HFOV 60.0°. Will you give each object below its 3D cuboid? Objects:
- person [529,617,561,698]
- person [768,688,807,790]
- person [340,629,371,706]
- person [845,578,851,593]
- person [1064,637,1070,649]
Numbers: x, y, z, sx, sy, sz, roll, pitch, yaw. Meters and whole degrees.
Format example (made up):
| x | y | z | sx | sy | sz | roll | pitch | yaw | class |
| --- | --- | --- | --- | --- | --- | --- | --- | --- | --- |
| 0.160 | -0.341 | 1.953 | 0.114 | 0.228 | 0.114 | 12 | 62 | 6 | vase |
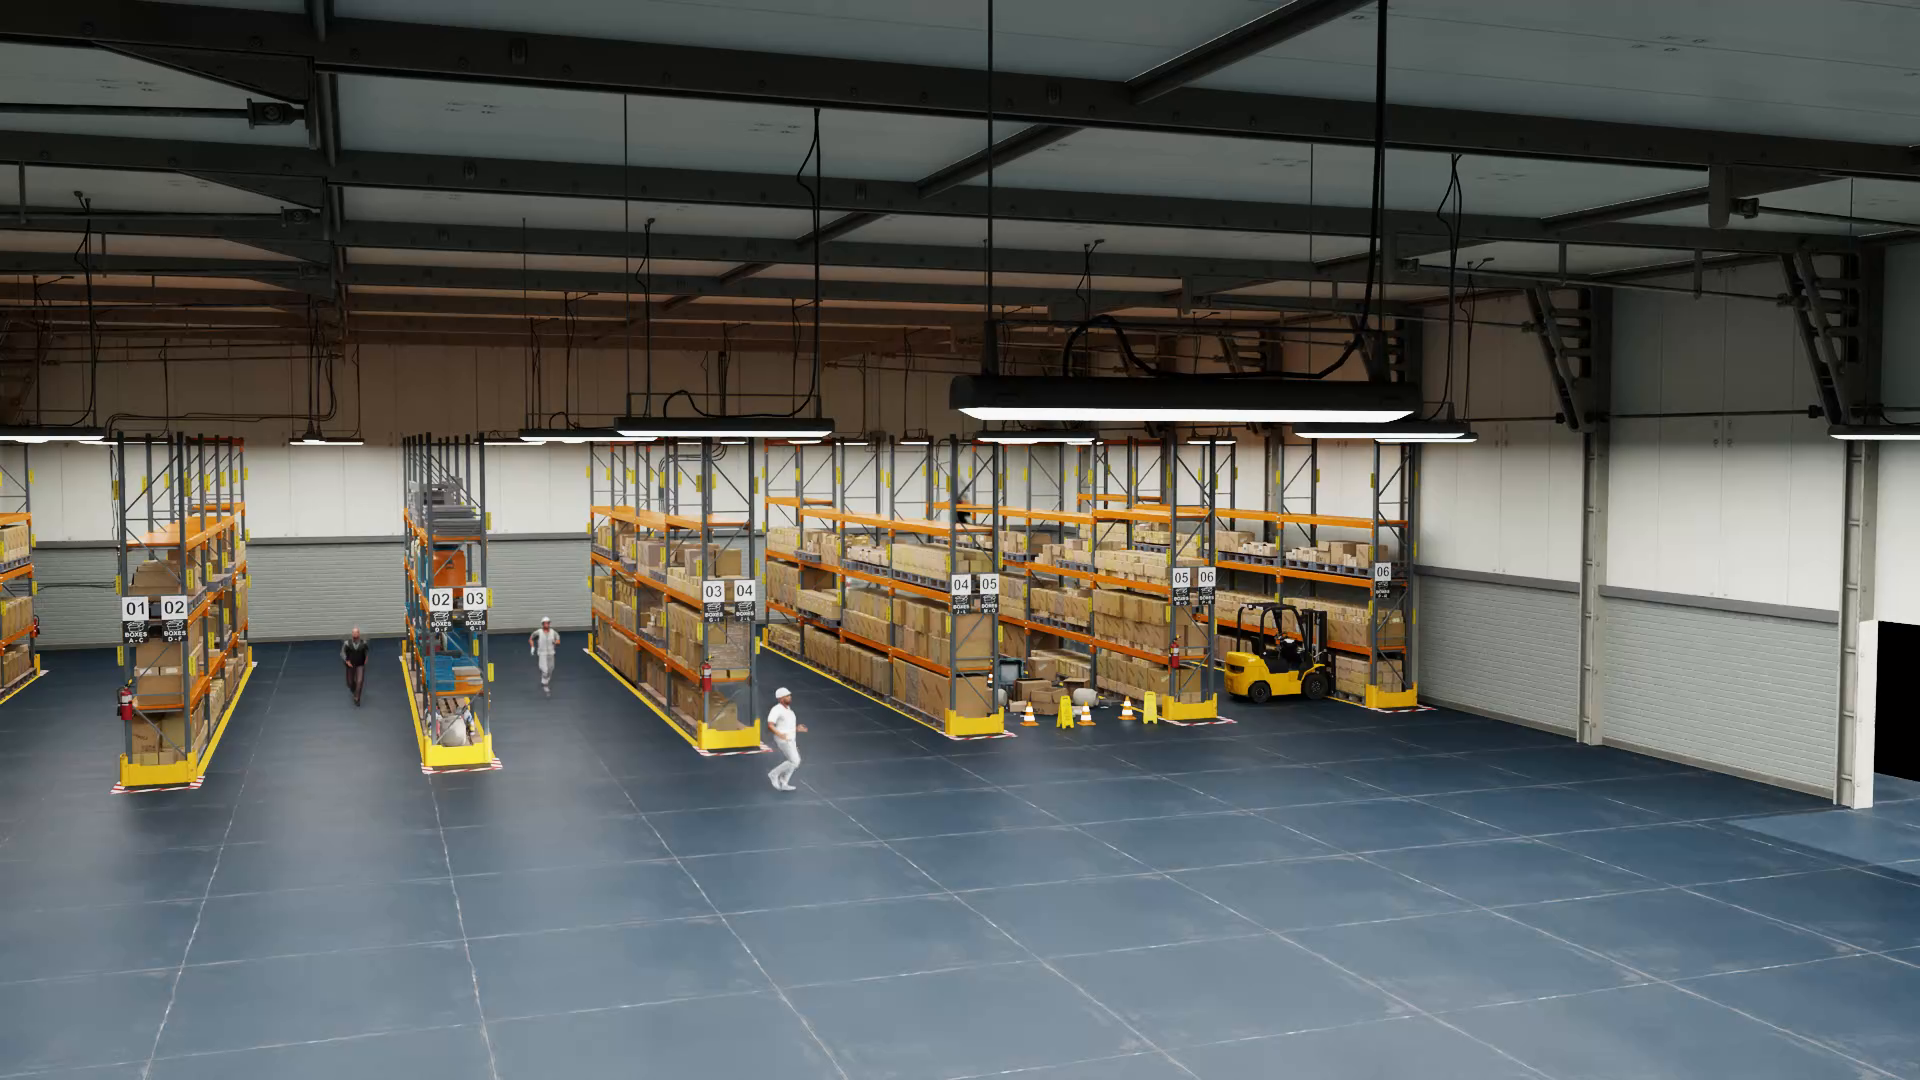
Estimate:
| x | y | z | sx | sy | sz | roll | pitch | yaw | class |
| --- | --- | --- | --- | --- | --- | --- | --- | --- | --- |
| -9.536 | 2.683 | 38.305 | 0.655 | 1.817 | 0.910 | -2 | 4 | -32 | person |
| -2.882 | 3.321 | 27.689 | 0.593 | 1.720 | 0.695 | 1 | 3 | 11 | person |
| -13.542 | 2.836 | 37.263 | 0.644 | 1.709 | 0.989 | -1 | 3 | -17 | person |
| -3.427 | 2.034 | 50.150 | 0.881 | 1.788 | 0.651 | -2 | 4 | -27 | person |
| 2.781 | 2.343 | 46.141 | 0.615 | 1.658 | 0.642 | -2 | 4 | -26 | person |
